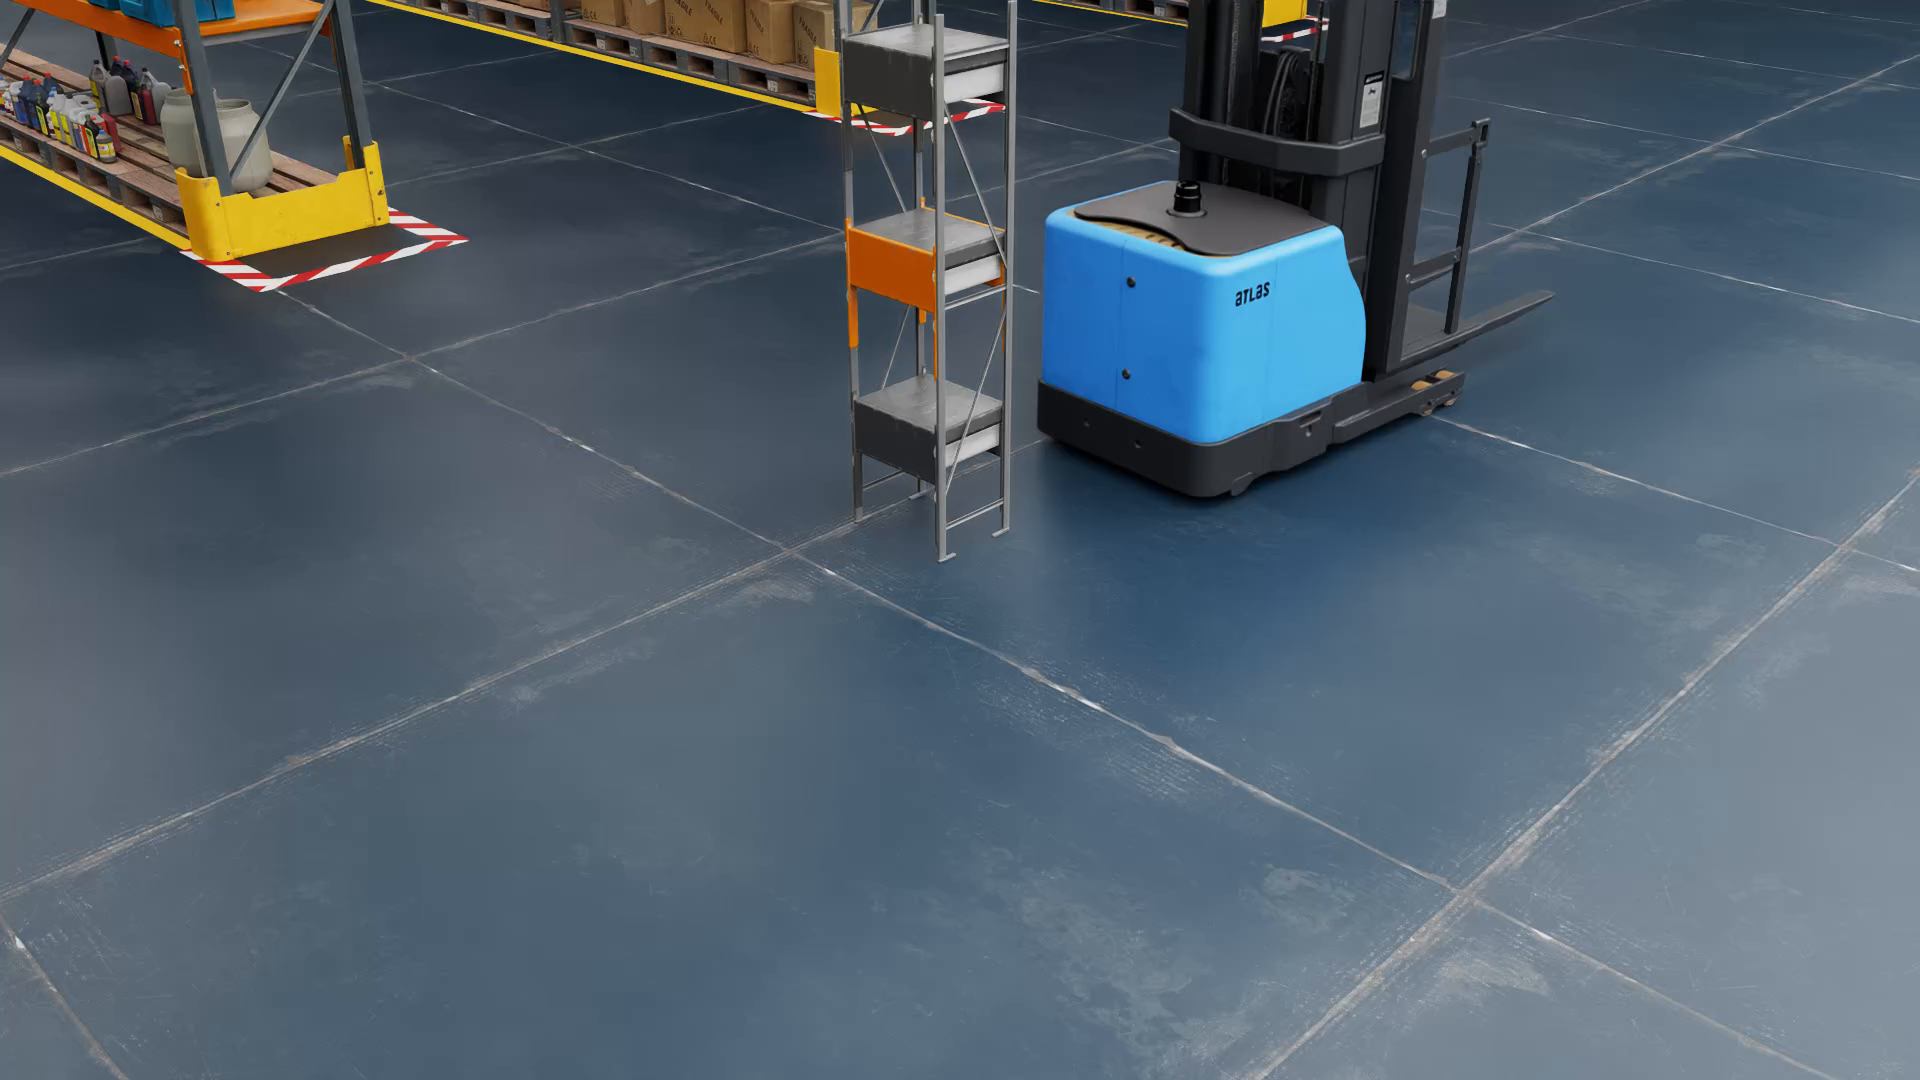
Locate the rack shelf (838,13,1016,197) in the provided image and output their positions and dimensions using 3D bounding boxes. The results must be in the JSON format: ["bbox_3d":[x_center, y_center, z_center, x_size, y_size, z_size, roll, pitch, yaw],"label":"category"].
[{"bbox_3d":[-0.118,-1.591,6.045,0.480,0.518,0.431,25,36,38],"label":"rack shelf"}]

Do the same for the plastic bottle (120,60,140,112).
[{"bbox_3d":[-6.110,-3.359,12.288,0.185,0.351,0.144,22,35,36],"label":"plastic bottle"}]

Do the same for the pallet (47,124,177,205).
[{"bbox_3d":[-5.584,-2.648,11.559,1.213,0.211,1.003,25,36,38],"label":"pallet"}]

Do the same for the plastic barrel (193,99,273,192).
[{"bbox_3d":[-4.579,-2.482,10.470,0.421,0.512,0.421,0,28,0],"label":"plastic barrel"}]

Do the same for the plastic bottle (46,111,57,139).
[{"bbox_3d":[-6.304,-2.907,11.589,0.097,0.201,0.097,0,28,0],"label":"plastic bottle"}]

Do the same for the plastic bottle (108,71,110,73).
[{"bbox_3d":[-6.431,-3.455,12.631,0.097,0.201,0.097,0,28,0],"label":"plastic bottle"}]

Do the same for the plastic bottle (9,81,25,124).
[{"bbox_3d":[-6.739,-3.157,11.984,0.152,0.276,0.135,-24,36,-37],"label":"plastic bottle"}]

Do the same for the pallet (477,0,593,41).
[{"bbox_3d":[-3.992,-5.176,16.368,1.213,0.211,1.003,25,36,38],"label":"pallet"}]

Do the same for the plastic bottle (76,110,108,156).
[{"bbox_3d":[-5.833,-2.743,11.197,0.135,0.276,0.152,25,37,39],"label":"plastic bottle"}]

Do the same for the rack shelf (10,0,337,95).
[{"bbox_3d":[-5.482,-3.542,11.037,4.000,0.370,1.077,25,36,38],"label":"rack shelf"}]

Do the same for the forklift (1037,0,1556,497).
[{"bbox_3d":[1.783,-2.043,7.486,3.031,2.935,1.130,-23,35,-36],"label":"forklift"}]

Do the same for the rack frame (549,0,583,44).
[{"bbox_3d":[-3.436,-6.157,15.237,0.127,3.000,1.000,25,36,38],"label":"rack frame"}]

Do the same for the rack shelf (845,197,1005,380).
[{"bbox_3d":[-0.118,-0.971,6.370,0.480,0.518,0.431,25,36,38],"label":"rack shelf"}]

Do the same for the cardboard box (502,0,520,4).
[{"bbox_3d":[-4.185,-5.615,16.418,0.500,0.500,0.700,24,36,38],"label":"cardboard box"}]

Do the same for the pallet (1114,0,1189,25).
[{"bbox_3d":[2.341,-5.466,16.918,1.213,0.211,1.003,25,36,38],"label":"pallet"}]

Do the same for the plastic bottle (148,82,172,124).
[{"bbox_3d":[-5.767,-3.166,12.001,0.152,0.276,0.135,-25,36,-38],"label":"plastic bottle"}]

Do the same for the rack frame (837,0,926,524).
[{"bbox_3d":[-0.292,-1.063,6.515,0.015,2.100,0.400,25,36,38],"label":"rack frame"}]

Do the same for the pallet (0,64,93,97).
[{"bbox_3d":[-7.495,-3.523,13.222,1.213,0.211,1.003,25,36,38],"label":"pallet"}]

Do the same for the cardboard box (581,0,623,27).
[{"bbox_3d":[-3.179,-5.093,15.447,0.500,0.500,0.500,23,36,37],"label":"cardboard box"}]

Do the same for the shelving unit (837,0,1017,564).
[{"bbox_3d":[-0.118,-0.983,6.364,0.503,2.100,0.431,25,36,38],"label":"shelving unit"}]

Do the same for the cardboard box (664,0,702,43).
[{"bbox_3d":[-2.267,-4.732,14.761,0.500,0.500,0.500,21,34,34],"label":"cardboard box"}]

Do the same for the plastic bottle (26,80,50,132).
[{"bbox_3d":[-6.489,-3.073,11.745,0.185,0.351,0.144,23,35,36],"label":"plastic bottle"}]

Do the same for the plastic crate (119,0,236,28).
[{"bbox_3d":[-4.623,-3.206,9.785,0.616,0.251,0.499,25,36,38],"label":"plastic crate"}]

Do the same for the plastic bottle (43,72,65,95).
[{"bbox_3d":[-6.523,-3.182,11.953,0.185,0.351,0.144,25,36,38],"label":"plastic bottle"}]

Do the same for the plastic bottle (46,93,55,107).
[{"bbox_3d":[-6.358,-3.002,11.696,0.097,0.271,0.097,0,28,0],"label":"plastic bottle"}]

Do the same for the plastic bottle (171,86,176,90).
[{"bbox_3d":[-5.591,-3.101,11.883,0.097,0.271,0.097,0,28,0],"label":"plastic bottle"}]

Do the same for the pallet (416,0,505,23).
[{"bbox_3d":[-4.866,-5.575,17.125,1.213,0.211,1.003,25,36,38],"label":"pallet"}]

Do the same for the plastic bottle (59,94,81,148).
[{"bbox_3d":[-6.053,-2.874,11.366,0.144,0.351,0.185,-24,36,-37],"label":"plastic bottle"}]

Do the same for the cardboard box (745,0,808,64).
[{"bbox_3d":[-1.467,-4.324,13.986,0.500,0.500,0.500,-15,31,-27],"label":"cardboard box"}]

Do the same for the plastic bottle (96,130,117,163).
[{"bbox_3d":[-5.673,-2.618,11.040,0.097,0.201,0.097,0,28,0],"label":"plastic bottle"}]

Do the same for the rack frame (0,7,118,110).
[{"bbox_3d":[-6.908,-4.513,12.111,0.127,3.000,1.000,25,36,38],"label":"rack frame"}]

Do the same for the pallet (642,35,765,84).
[{"bbox_3d":[-2.058,-4.317,14.734,1.213,0.211,1.003,25,36,38],"label":"pallet"}]

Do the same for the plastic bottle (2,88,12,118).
[{"bbox_3d":[-6.916,-3.187,12.122,0.097,0.201,0.097,0,28,0],"label":"plastic bottle"}]

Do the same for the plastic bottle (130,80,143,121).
[{"bbox_3d":[-5.933,-3.181,12.022,0.133,0.283,0.061,25,36,38],"label":"plastic bottle"}]

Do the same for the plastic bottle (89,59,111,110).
[{"bbox_3d":[-6.348,-3.373,12.316,0.185,0.351,0.144,25,36,38],"label":"plastic bottle"}]

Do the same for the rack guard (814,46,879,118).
[{"bbox_3d":[-0.638,-3.770,13.383,0.348,0.500,1.175,25,36,38],"label":"rack guard"}]
